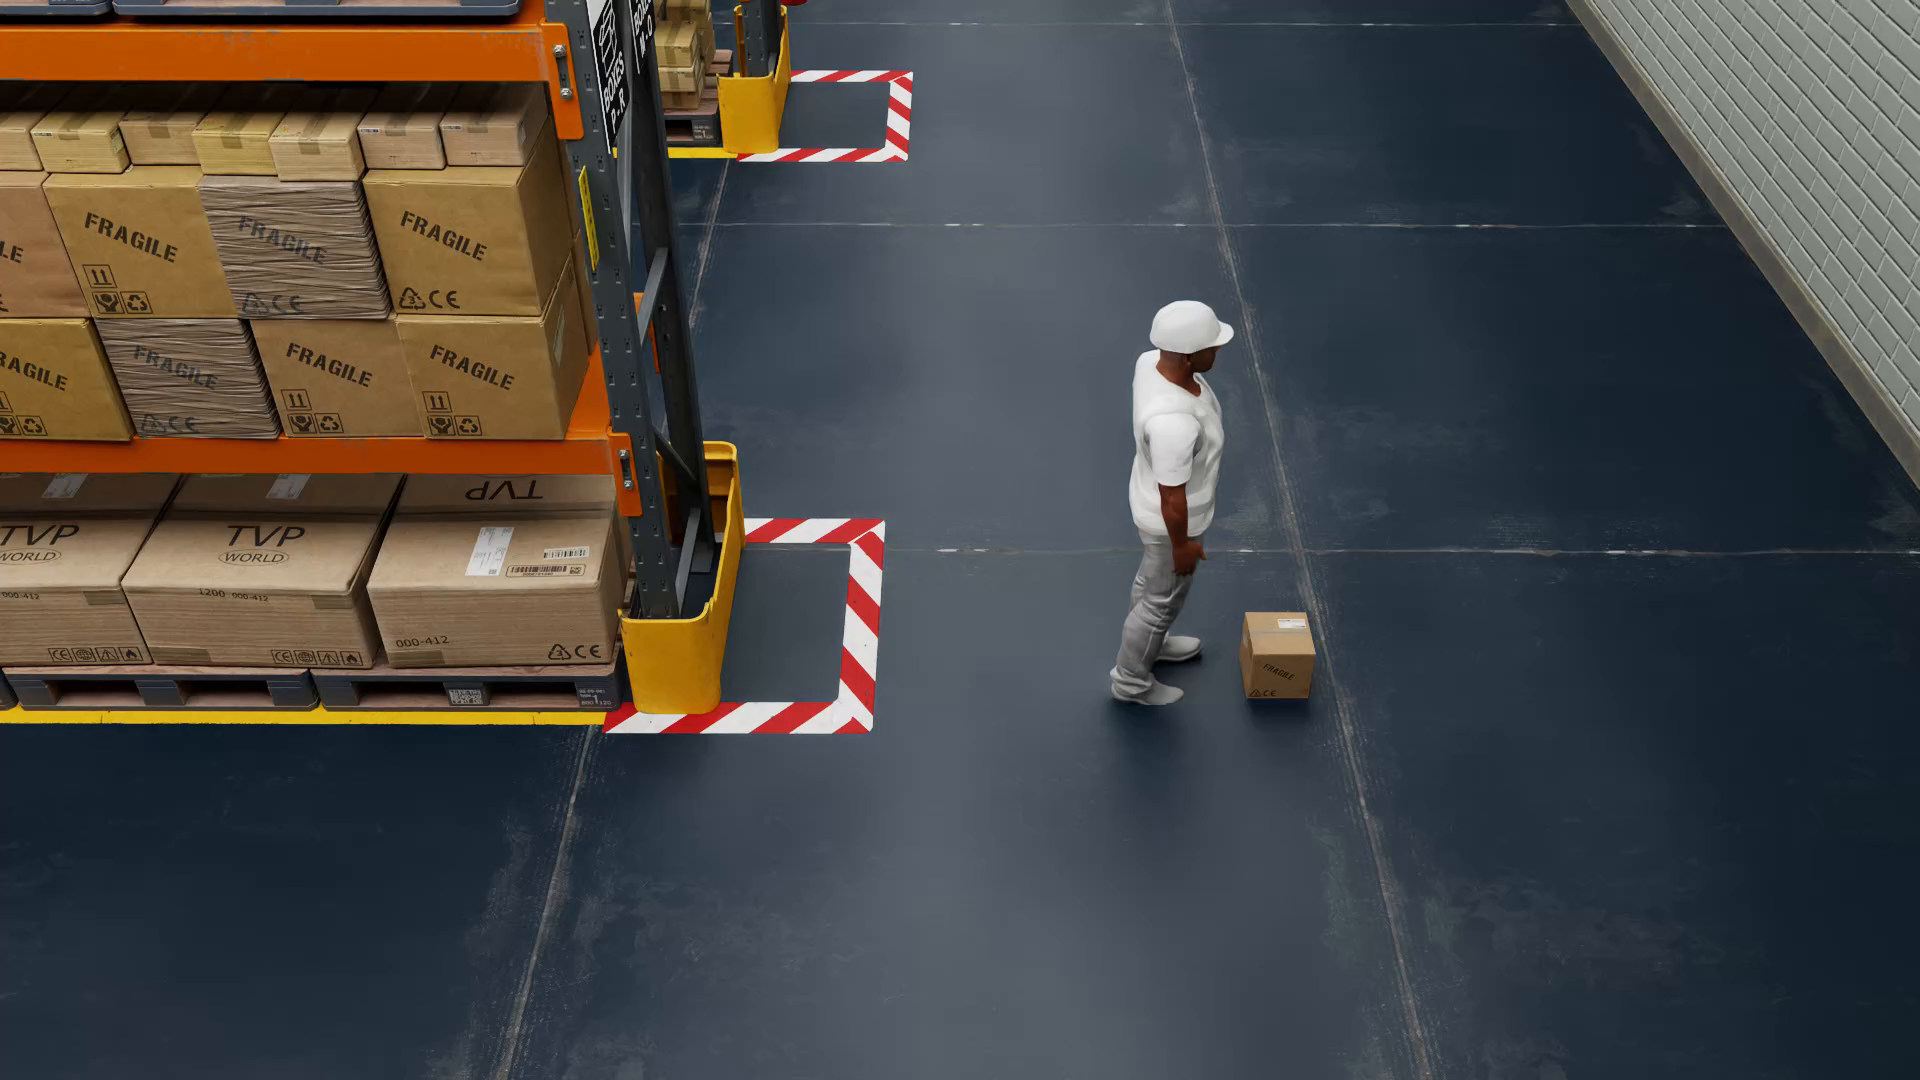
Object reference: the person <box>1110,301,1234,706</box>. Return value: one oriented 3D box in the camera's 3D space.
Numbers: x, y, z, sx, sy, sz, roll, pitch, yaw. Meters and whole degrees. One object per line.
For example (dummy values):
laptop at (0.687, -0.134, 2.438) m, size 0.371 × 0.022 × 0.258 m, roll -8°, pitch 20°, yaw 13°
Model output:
person at (0.807, -0.120, 6.300) m, size 0.402 × 1.798 × 0.566 m, roll 1°, pitch 39°, yaw 1°
